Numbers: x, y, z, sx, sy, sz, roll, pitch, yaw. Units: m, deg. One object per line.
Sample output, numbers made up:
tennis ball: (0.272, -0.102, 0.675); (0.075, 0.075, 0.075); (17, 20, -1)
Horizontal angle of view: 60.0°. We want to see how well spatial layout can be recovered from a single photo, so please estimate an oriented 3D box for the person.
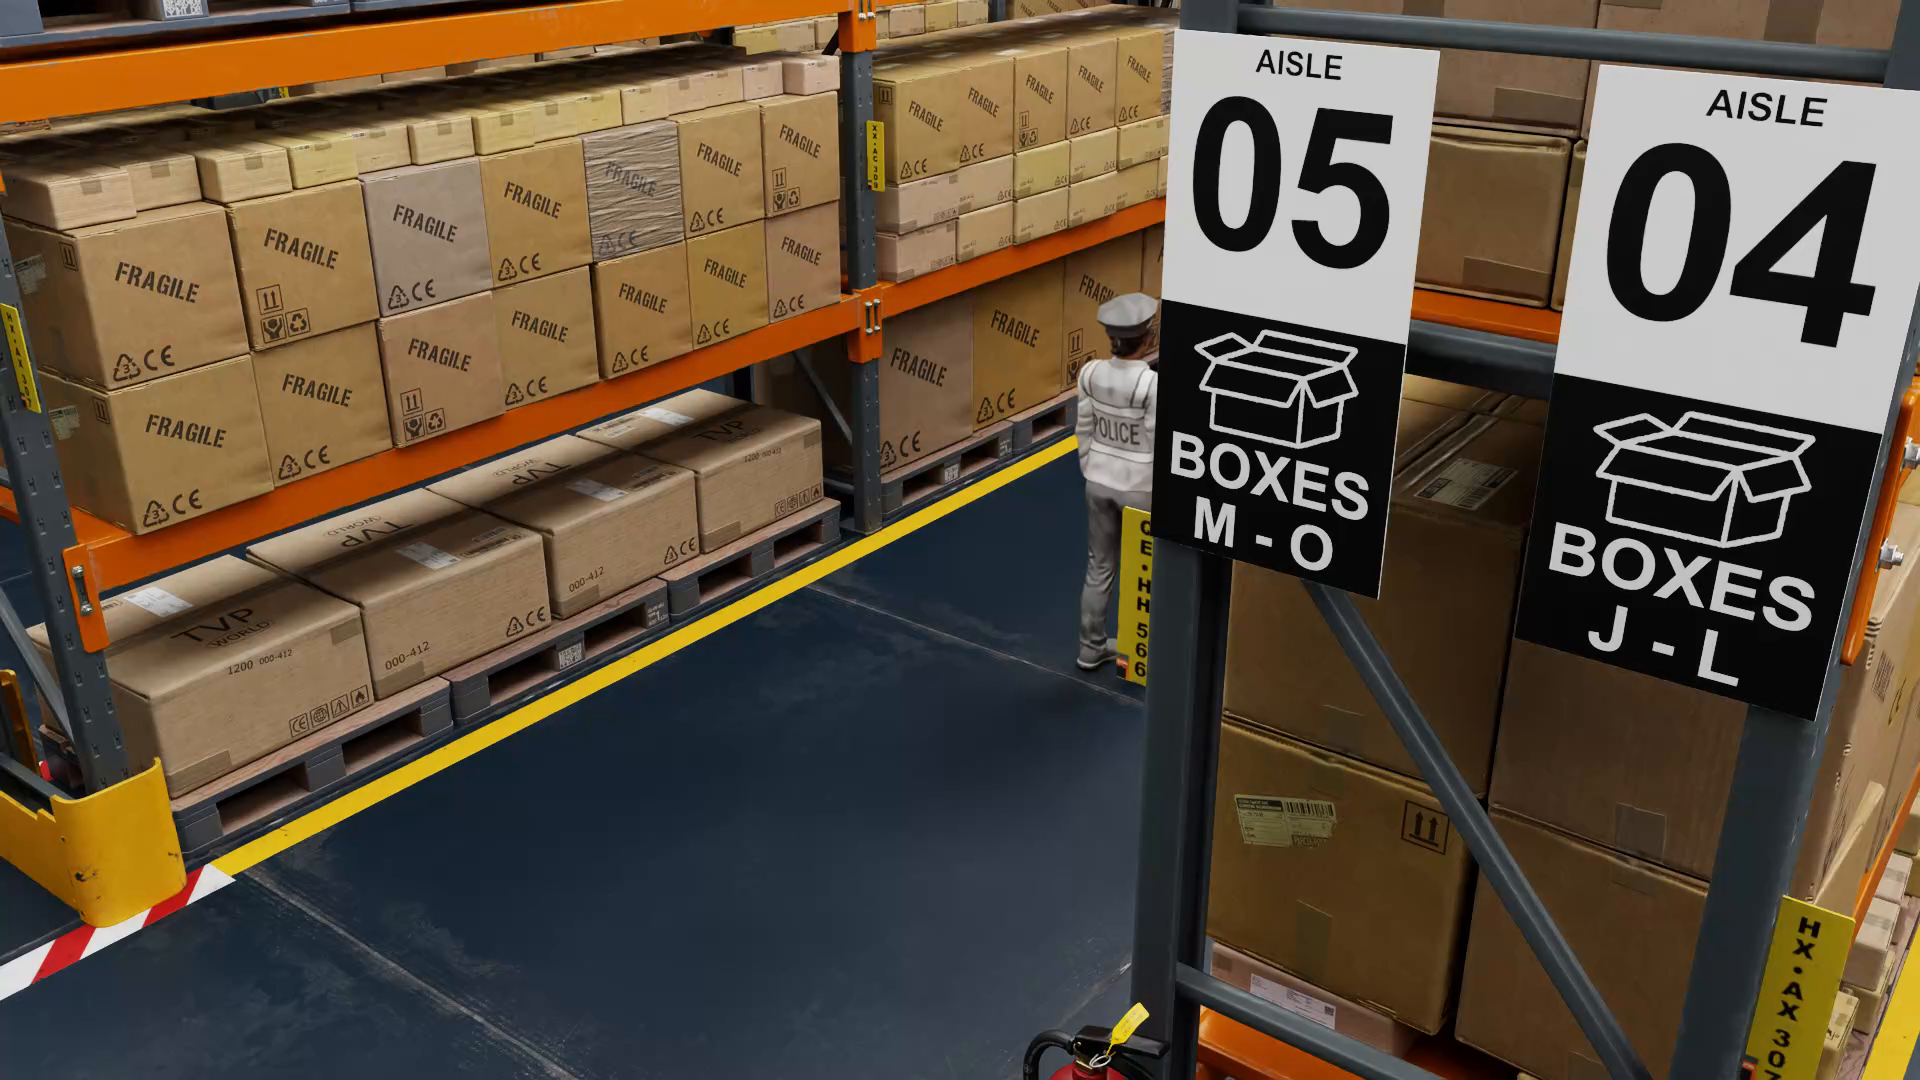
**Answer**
person: (0.704, -0.217, 7.078); (0.469, 1.680, 0.332); (17, 29, 34)
